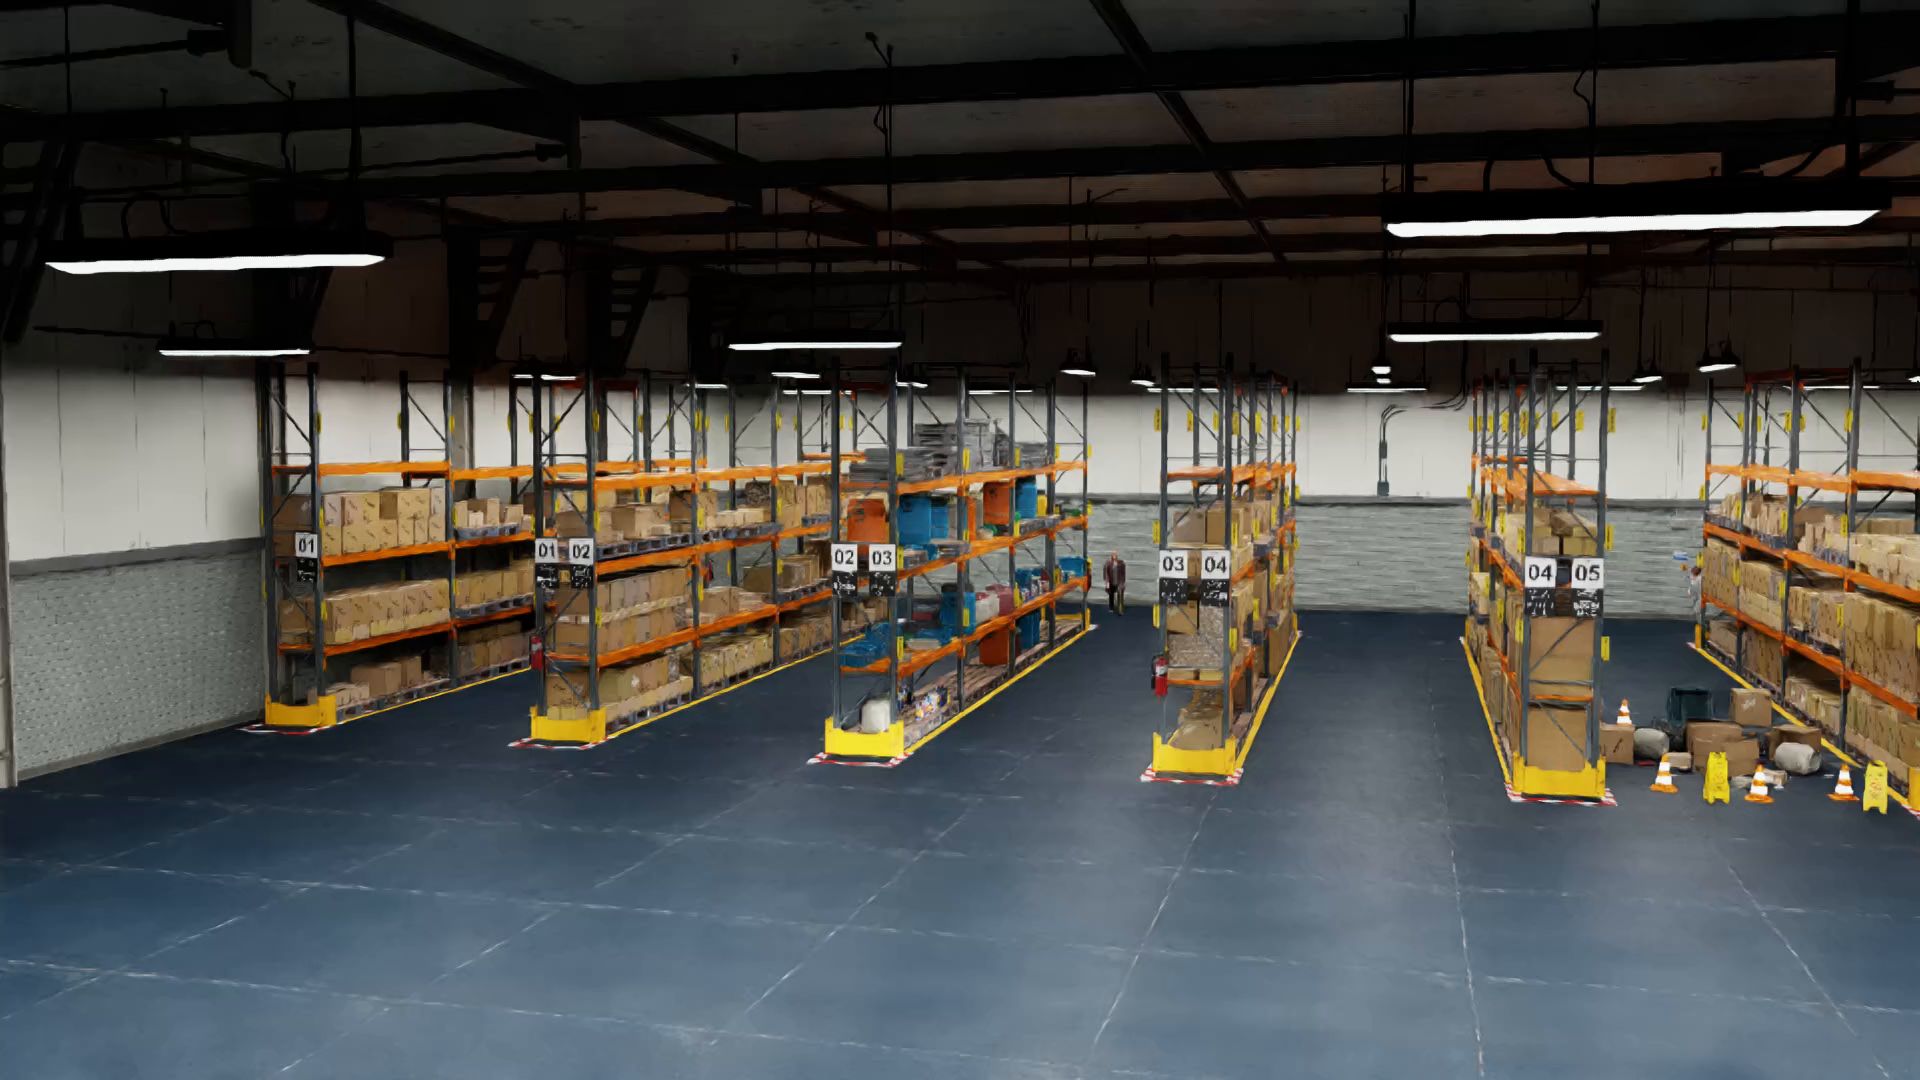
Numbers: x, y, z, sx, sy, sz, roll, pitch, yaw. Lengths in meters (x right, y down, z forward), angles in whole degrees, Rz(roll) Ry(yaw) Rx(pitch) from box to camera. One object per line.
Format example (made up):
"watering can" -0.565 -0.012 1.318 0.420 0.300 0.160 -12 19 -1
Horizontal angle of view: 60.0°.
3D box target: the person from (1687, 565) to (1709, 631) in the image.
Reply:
"person" 17.693 1.400 39.801 0.457 1.583 0.519 -1 4 -16

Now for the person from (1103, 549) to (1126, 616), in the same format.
"person" 4.004 1.100 43.133 0.577 1.705 1.103 0 4 6
